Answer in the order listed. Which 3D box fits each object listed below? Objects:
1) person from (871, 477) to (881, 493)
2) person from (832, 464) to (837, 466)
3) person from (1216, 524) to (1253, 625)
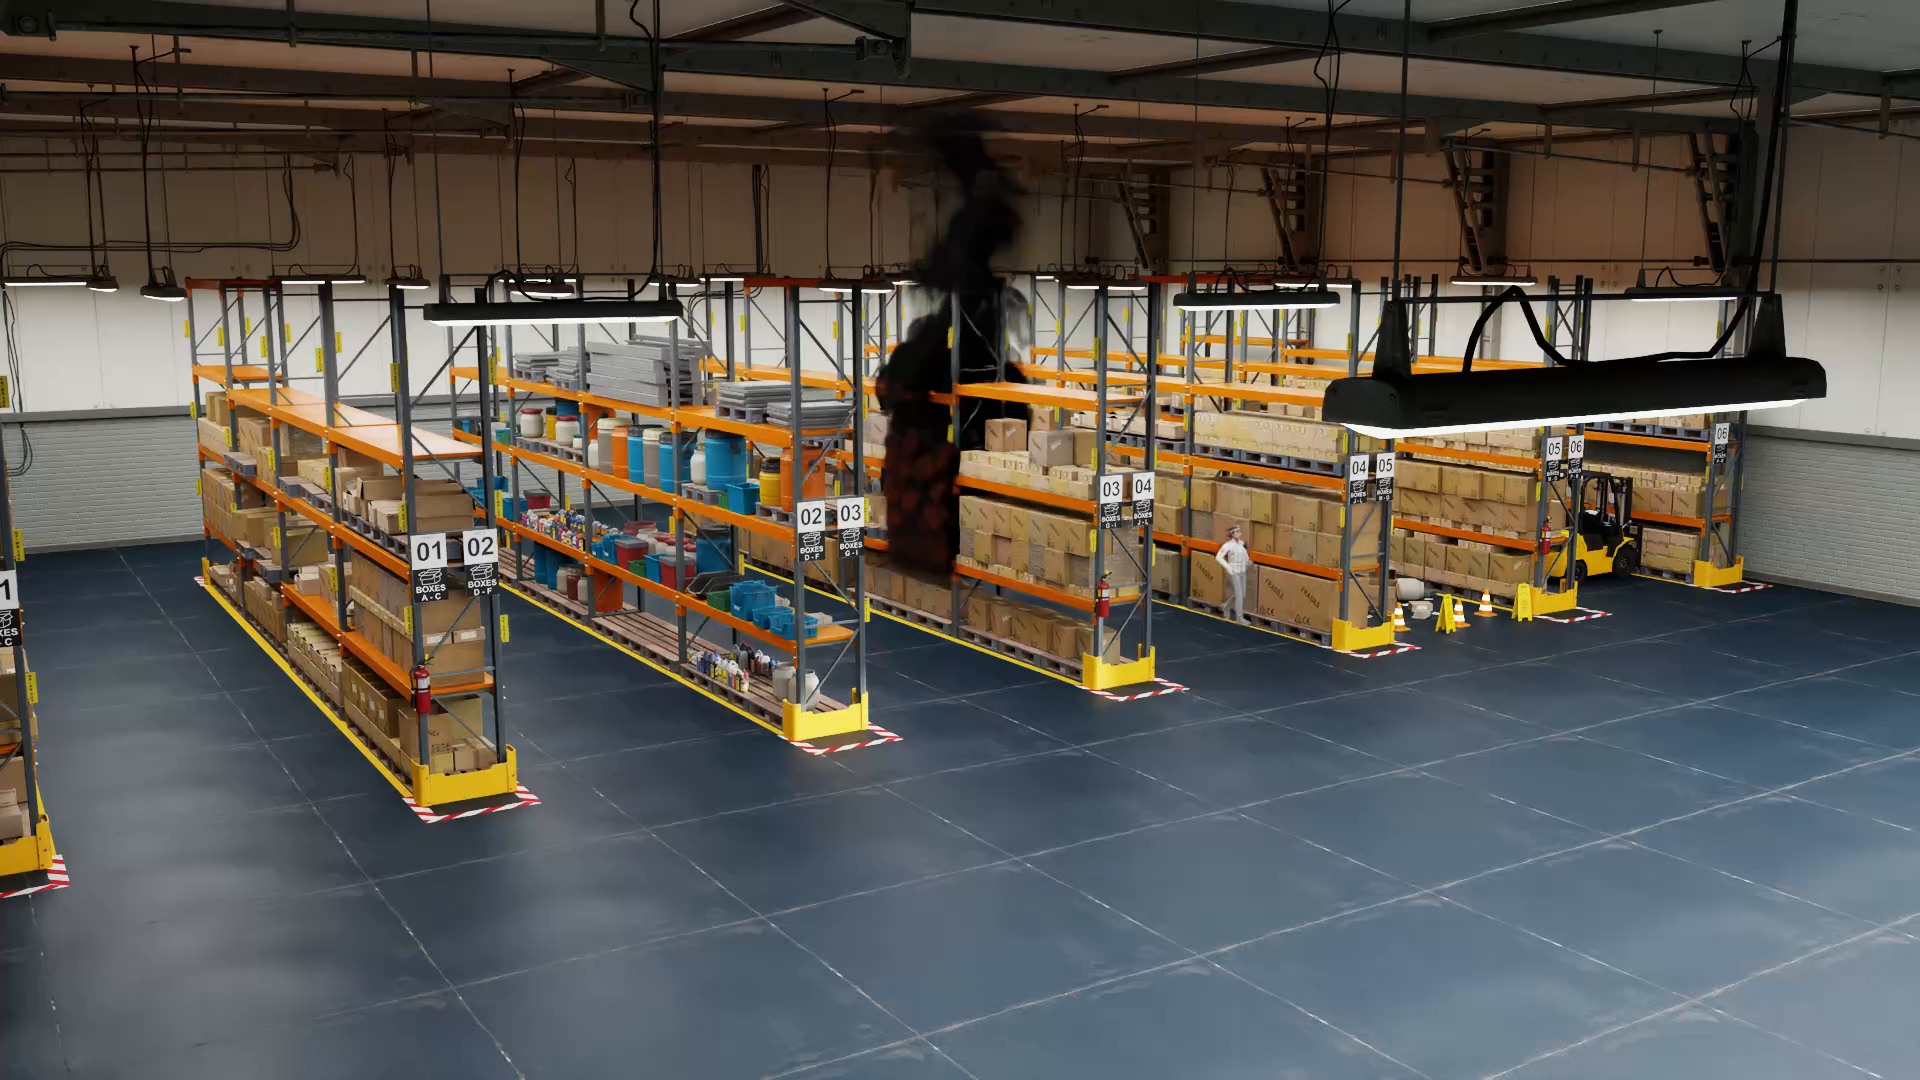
[{"bbox_3d":[-2.035,-1.517,42.276,0.544,1.640,0.751,1,10,6],"label":"person"},{"bbox_3d":[-3.066,-1.027,39.422,0.736,1.562,0.628,-2,10,-14],"label":"person"},{"bbox_3d":[4.627,0.555,27.924,0.626,1.674,0.718,-7,12,-37],"label":"person"}]
